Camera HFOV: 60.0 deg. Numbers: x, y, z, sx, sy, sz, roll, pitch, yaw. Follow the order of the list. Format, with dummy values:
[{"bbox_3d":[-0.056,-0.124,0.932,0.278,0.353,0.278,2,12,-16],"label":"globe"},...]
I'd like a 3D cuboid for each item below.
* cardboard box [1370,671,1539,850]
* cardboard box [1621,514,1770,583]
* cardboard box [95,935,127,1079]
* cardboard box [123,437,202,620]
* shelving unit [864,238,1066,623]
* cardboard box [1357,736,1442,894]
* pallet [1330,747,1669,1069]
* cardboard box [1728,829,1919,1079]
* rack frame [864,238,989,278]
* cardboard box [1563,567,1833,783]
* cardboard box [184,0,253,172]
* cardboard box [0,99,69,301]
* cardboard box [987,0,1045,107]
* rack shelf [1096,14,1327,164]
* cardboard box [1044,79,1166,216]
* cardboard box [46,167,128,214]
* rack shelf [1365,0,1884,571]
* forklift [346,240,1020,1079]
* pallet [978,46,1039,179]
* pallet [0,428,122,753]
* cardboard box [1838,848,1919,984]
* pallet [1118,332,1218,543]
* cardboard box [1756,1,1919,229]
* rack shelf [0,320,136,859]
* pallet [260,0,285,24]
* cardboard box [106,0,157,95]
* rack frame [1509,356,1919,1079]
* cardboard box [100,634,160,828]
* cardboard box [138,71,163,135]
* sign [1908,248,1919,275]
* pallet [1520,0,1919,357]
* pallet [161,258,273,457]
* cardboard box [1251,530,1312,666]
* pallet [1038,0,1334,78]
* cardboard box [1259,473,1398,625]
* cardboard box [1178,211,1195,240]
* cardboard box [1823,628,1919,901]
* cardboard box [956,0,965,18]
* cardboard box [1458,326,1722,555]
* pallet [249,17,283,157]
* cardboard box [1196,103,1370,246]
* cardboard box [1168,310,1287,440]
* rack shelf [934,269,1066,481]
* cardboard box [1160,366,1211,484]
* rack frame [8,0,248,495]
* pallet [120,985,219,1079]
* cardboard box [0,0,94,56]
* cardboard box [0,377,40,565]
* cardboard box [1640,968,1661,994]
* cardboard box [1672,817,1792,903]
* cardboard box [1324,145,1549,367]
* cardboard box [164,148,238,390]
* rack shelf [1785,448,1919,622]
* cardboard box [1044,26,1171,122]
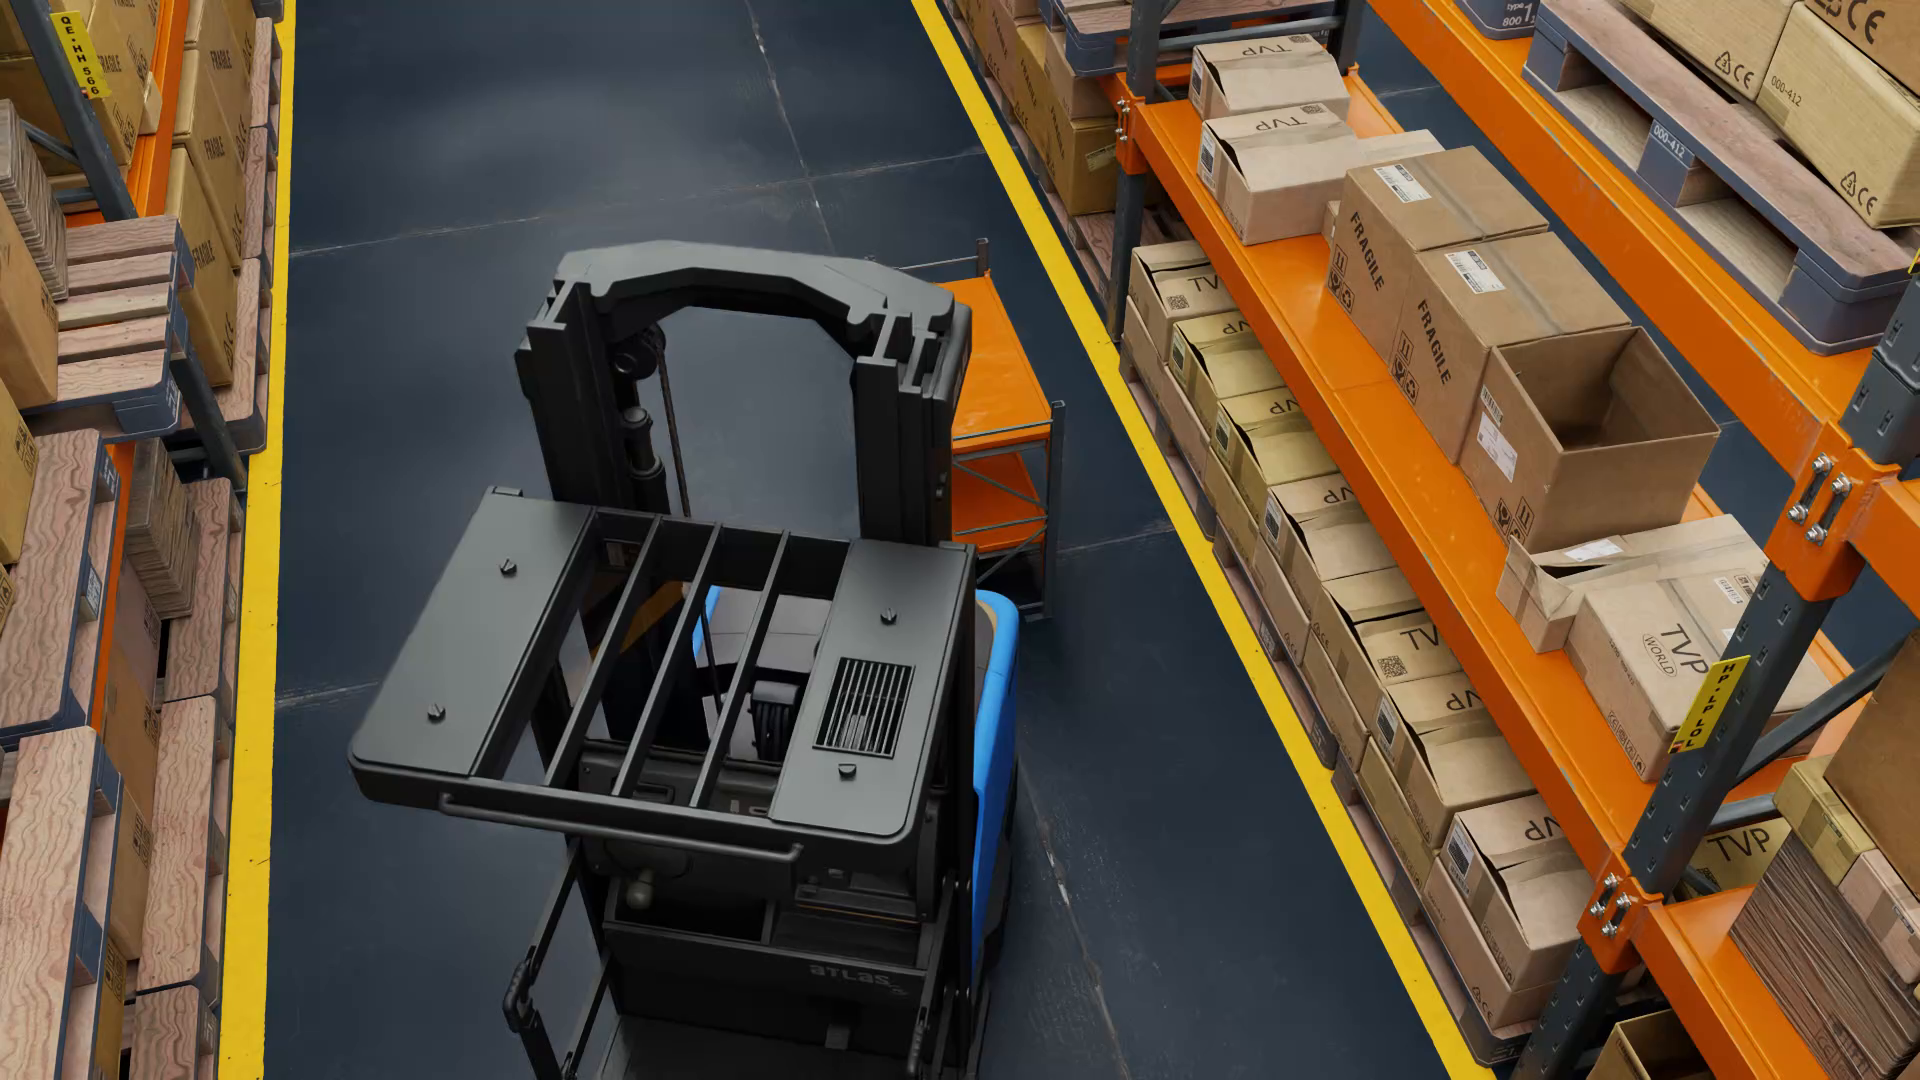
[{"bbox_3d":[1.703,0.682,5.470,0.500,0.311,0.500,-10,46,-9],"label":"cardboard box"},{"bbox_3d":[2.194,0.087,4.991,0.380,0.149,0.250,-11,47,-10],"label":"cardboard box"},{"bbox_3d":[-2.950,1.425,4.946,0.700,0.500,0.500,-12,47,-11],"label":"cardboard box"},{"bbox_3d":[-3.354,0.004,6.339,0.700,0.500,0.500,-10,46,-10],"label":"cardboard box"},{"bbox_3d":[-0.002,-0.398,6.604,0.538,1.125,1.048,-11,47,-10],"label":"shelving unit"},{"bbox_3d":[1.709,0.881,5.668,0.500,0.250,0.500,-11,47,-11],"label":"cardboard box"},{"bbox_3d":[1.997,1.123,5.752,1.003,0.211,1.213,-11,47,-10],"label":"pallet"},{"bbox_3d":[2.343,0.919,3.930,0.700,0.500,0.500,-12,47,-11],"label":"cardboard box"},{"bbox_3d":[-0.132,-0.749,6.948,0.500,1.125,0.032,-11,47,-10],"label":"rack frame"},{"bbox_3d":[2.055,0.369,4.644,0.500,0.250,0.500,-8,46,-8],"label":"cardboard box"},{"bbox_3d":[-4.090,-2.323,8.388,0.750,0.750,0.750,-9,46,-9],"label":"cardboard box"},{"bbox_3d":[-3.458,-1.071,5.572,0.700,0.500,0.500,-16,48,-15],"label":"cardboard box"},{"bbox_3d":[0.460,-2.713,9.002,0.500,0.500,0.500,-12,47,-12],"label":"cardboard box"},{"bbox_3d":[0.687,-3.242,8.581,1.077,0.370,4.000,-11,47,-10],"label":"rack shelf"},{"bbox_3d":[0.733,-1.995,8.298,0.500,0.500,0.500,-9,46,-9],"label":"cardboard box"},{"bbox_3d":[-3.449,-1.393,6.428,0.380,0.149,0.250,-11,47,-11],"label":"cardboard box"},{"bbox_3d":[1.711,-1.530,4.804,1.077,0.370,4.000,-11,47,-10],"label":"rack shelf"},{"bbox_3d":[-0.551,0.878,4.088,1.130,2.935,3.031,7,46,7],"label":"forklift"},{"bbox_3d":[0.736,-2.500,9.303,1.003,0.211,1.213,-11,47,-10],"label":"pallet"},{"bbox_3d":[-3.042,0.222,4.818,1.003,0.211,1.213,-11,47,-10],"label":"pallet"},{"bbox_3d":[2.169,0.781,3.611,0.380,0.149,0.250,-10,46,-10],"label":"cardboard box"},{"bbox_3d":[1.372,-0.562,7.403,1.003,0.211,1.213,-11,47,-10],"label":"pallet"},{"bbox_3d":[2.075,-0.923,3.516,0.500,0.250,0.500,-6,46,-6],"label":"cardboard box"},{"bbox_3d":[-3.076,0.428,4.985,1.077,0.370,4.000,-11,47,-10],"label":"rack shelf"},{"bbox_3d":[-4.731,-3.530,10.312,1.003,0.211,1.213,-11,47,-10],"label":"pallet"},{"bbox_3d":[-3.590,-2.096,6.663,0.500,0.500,0.500,-9,46,-9],"label":"cardboard box"},{"bbox_3d":[2.223,0.649,4.265,1.000,3.000,0.127,-11,47,-10],"label":"rack frame"},{"bbox_3d":[-3.180,0.719,5.639,0.700,0.500,0.500,-11,47,-11],"label":"cardboard box"},{"bbox_3d":[-3.491,-1.768,6.795,0.380,0.149,0.250,-9,46,-9],"label":"cardboard box"},{"bbox_3d":[1.701,-0.586,2.793,0.100,0.325,0.005,-11,47,-10],"label":"sign"},{"bbox_3d":[1.985,-0.941,3.856,0.805,0.209,1.217,-12,47,-12],"label":"pallet"},{"bbox_3d":[-3.717,-0.787,7.624,1.003,0.211,1.213,-11,47,-10],"label":"pallet"},{"bbox_3d":[1.449,0.176,6.359,0.500,0.250,0.500,-10,46,-10],"label":"cardboard box"},{"bbox_3d":[0.958,-2.501,7.486,1.213,0.211,1.003,-11,47,-10],"label":"pallet"},{"bbox_3d":[1.453,-0.010,6.149,0.500,0.311,0.500,-11,47,-11],"label":"cardboard box"},{"bbox_3d":[1.359,-1.759,8.066,0.500,0.500,0.500,-9,46,-9],"label":"cardboard box"},{"bbox_3d":[2.343,0.465,3.467,0.700,0.500,0.500,-10,47,-10],"label":"cardboard box"},{"bbox_3d":[0.211,-3.409,9.684,0.500,0.500,0.500,-10,46,-10],"label":"cardboard box"},{"bbox_3d":[1.908,-0.283,5.108,0.500,0.500,0.500,-8,46,-7],"label":"cardboard box"},{"bbox_3d":[-4.342,-2.471,9.275,1.003,0.211,1.213,-11,47,-10],"label":"pallet"},{"bbox_3d":[1.241,-1.429,6.363,0.500,0.311,0.500,-11,47,-11],"label":"cardboard box"},{"bbox_3d":[1.192,-0.718,6.842,0.500,0.311,0.500,-12,47,-11],"label":"cardboard box"},{"bbox_3d":[-0.002,-0.603,6.395,0.538,0.278,1.000,-11,47,-10],"label":"rack shelf"},{"bbox_3d":[1.179,-0.535,7.056,0.500,0.250,0.500,-12,47,-11],"label":"cardboard box"},{"bbox_3d":[-3.588,-1.205,6.081,1.000,3.000,0.127,-11,47,-10],"label":"rack frame"},{"bbox_3d":[-2.765,1.996,4.897,1.003,0.211,1.213,-11,47,-10],"label":"pallet"},{"bbox_3d":[-3.463,-1.994,6.037,0.500,0.250,0.500,-10,46,-9],"label":"cardboard box"},{"bbox_3d":[-3.118,-0.215,4.733,0.700,0.500,0.500,-11,47,-10],"label":"cardboard box"},{"bbox_3d":[2.360,1.140,5.414,0.500,0.250,0.500,-12,47,-11],"label":"cardboard box"},{"bbox_3d":[2.358,0.937,5.221,0.500,0.311,0.500,-11,47,-10],"label":"cardboard box"},{"bbox_3d":[1.645,-0.993,5.803,0.500,0.500,0.500,-13,47,-12],"label":"cardboard box"},{"bbox_3d":[-3.650,-1.131,7.220,0.750,0.750,0.750,-11,47,-11],"label":"cardboard box"},{"bbox_3d":[2.735,1.231,2.097,1.077,0.370,4.000,-11,47,-10],"label":"rack shelf"},{"bbox_3d":[0.714,-2.296,8.067,0.500,0.250,0.500,-9,46,-9],"label":"cardboard box"}]
